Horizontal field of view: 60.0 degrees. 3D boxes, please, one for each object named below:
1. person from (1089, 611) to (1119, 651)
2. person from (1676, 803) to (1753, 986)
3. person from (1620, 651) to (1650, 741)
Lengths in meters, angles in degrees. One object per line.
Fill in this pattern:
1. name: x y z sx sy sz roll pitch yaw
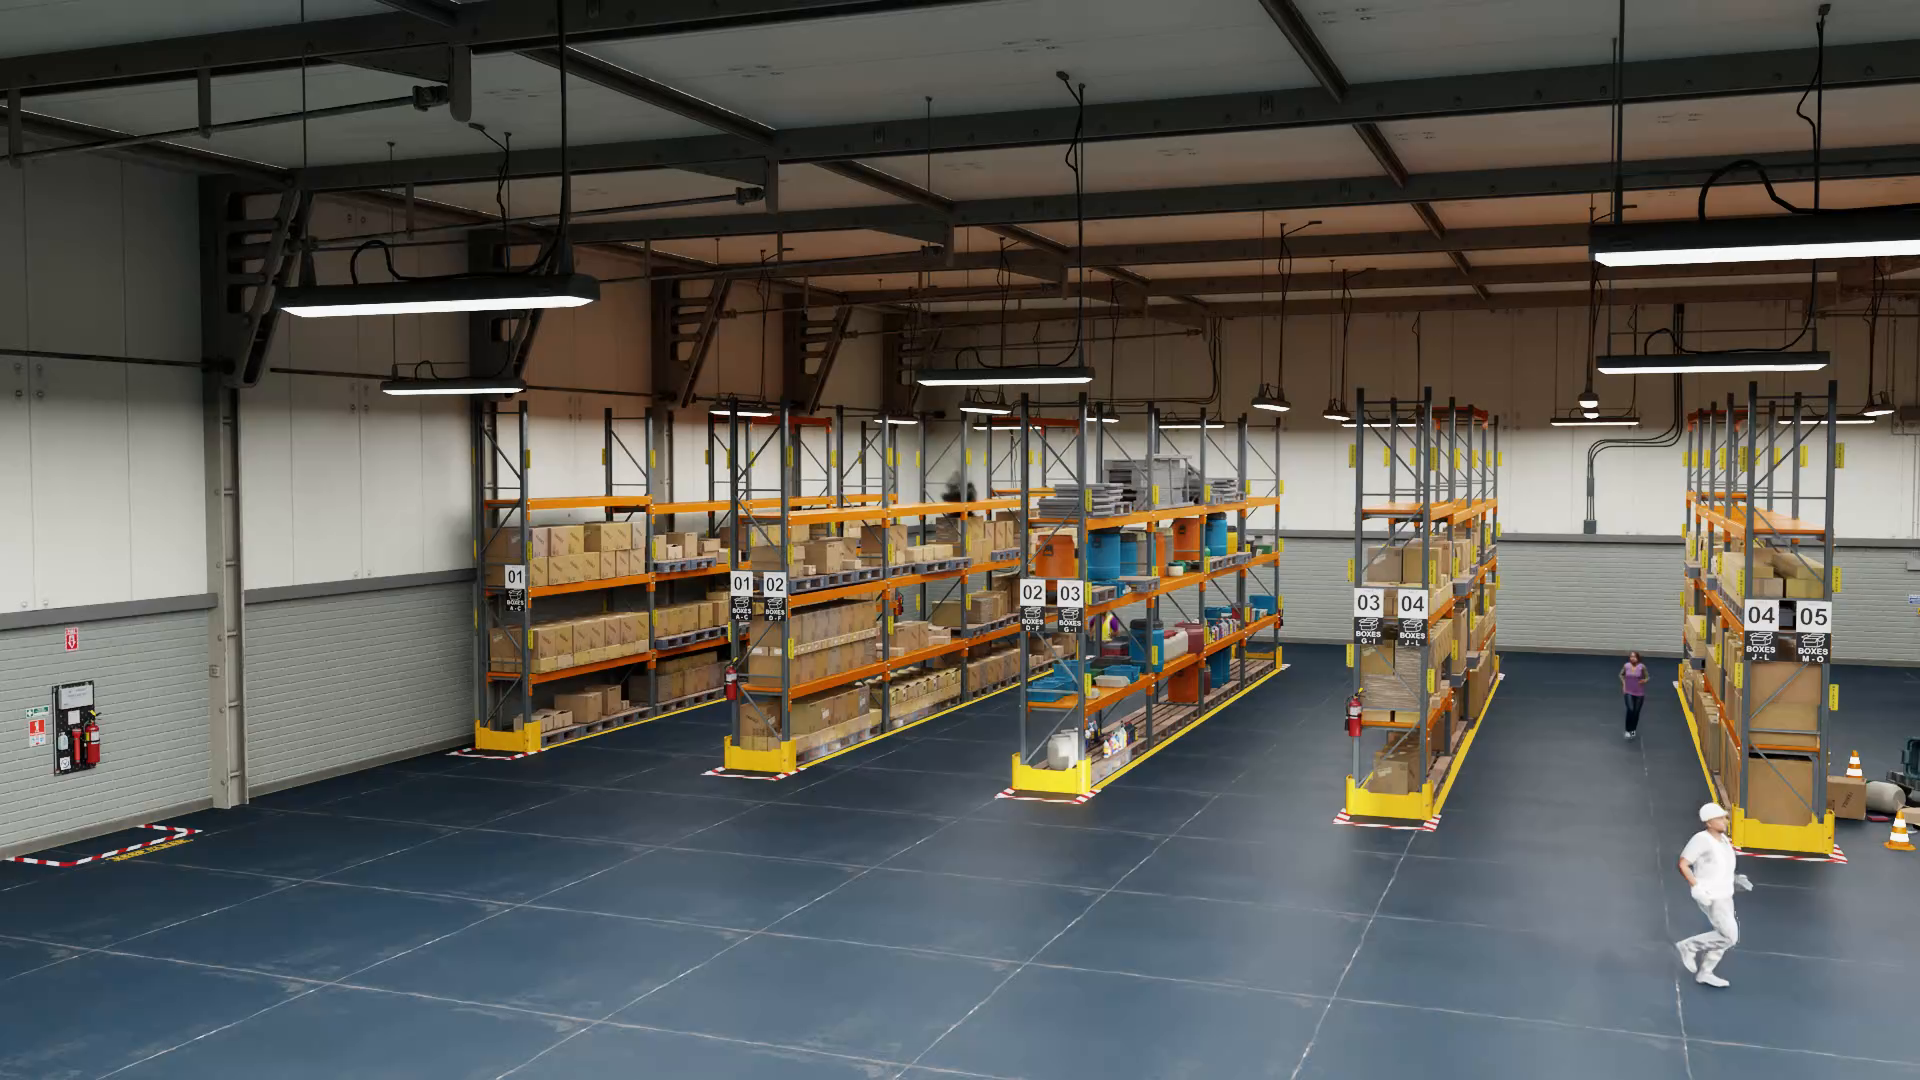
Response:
1. person: 3.207 2.313 37.313 0.699 1.769 0.933 1 3 12
2. person: 7.163 3.367 15.783 0.687 1.734 0.596 -3 4 -44
3. person: 11.995 2.776 29.567 0.507 1.620 0.679 1 3 21
